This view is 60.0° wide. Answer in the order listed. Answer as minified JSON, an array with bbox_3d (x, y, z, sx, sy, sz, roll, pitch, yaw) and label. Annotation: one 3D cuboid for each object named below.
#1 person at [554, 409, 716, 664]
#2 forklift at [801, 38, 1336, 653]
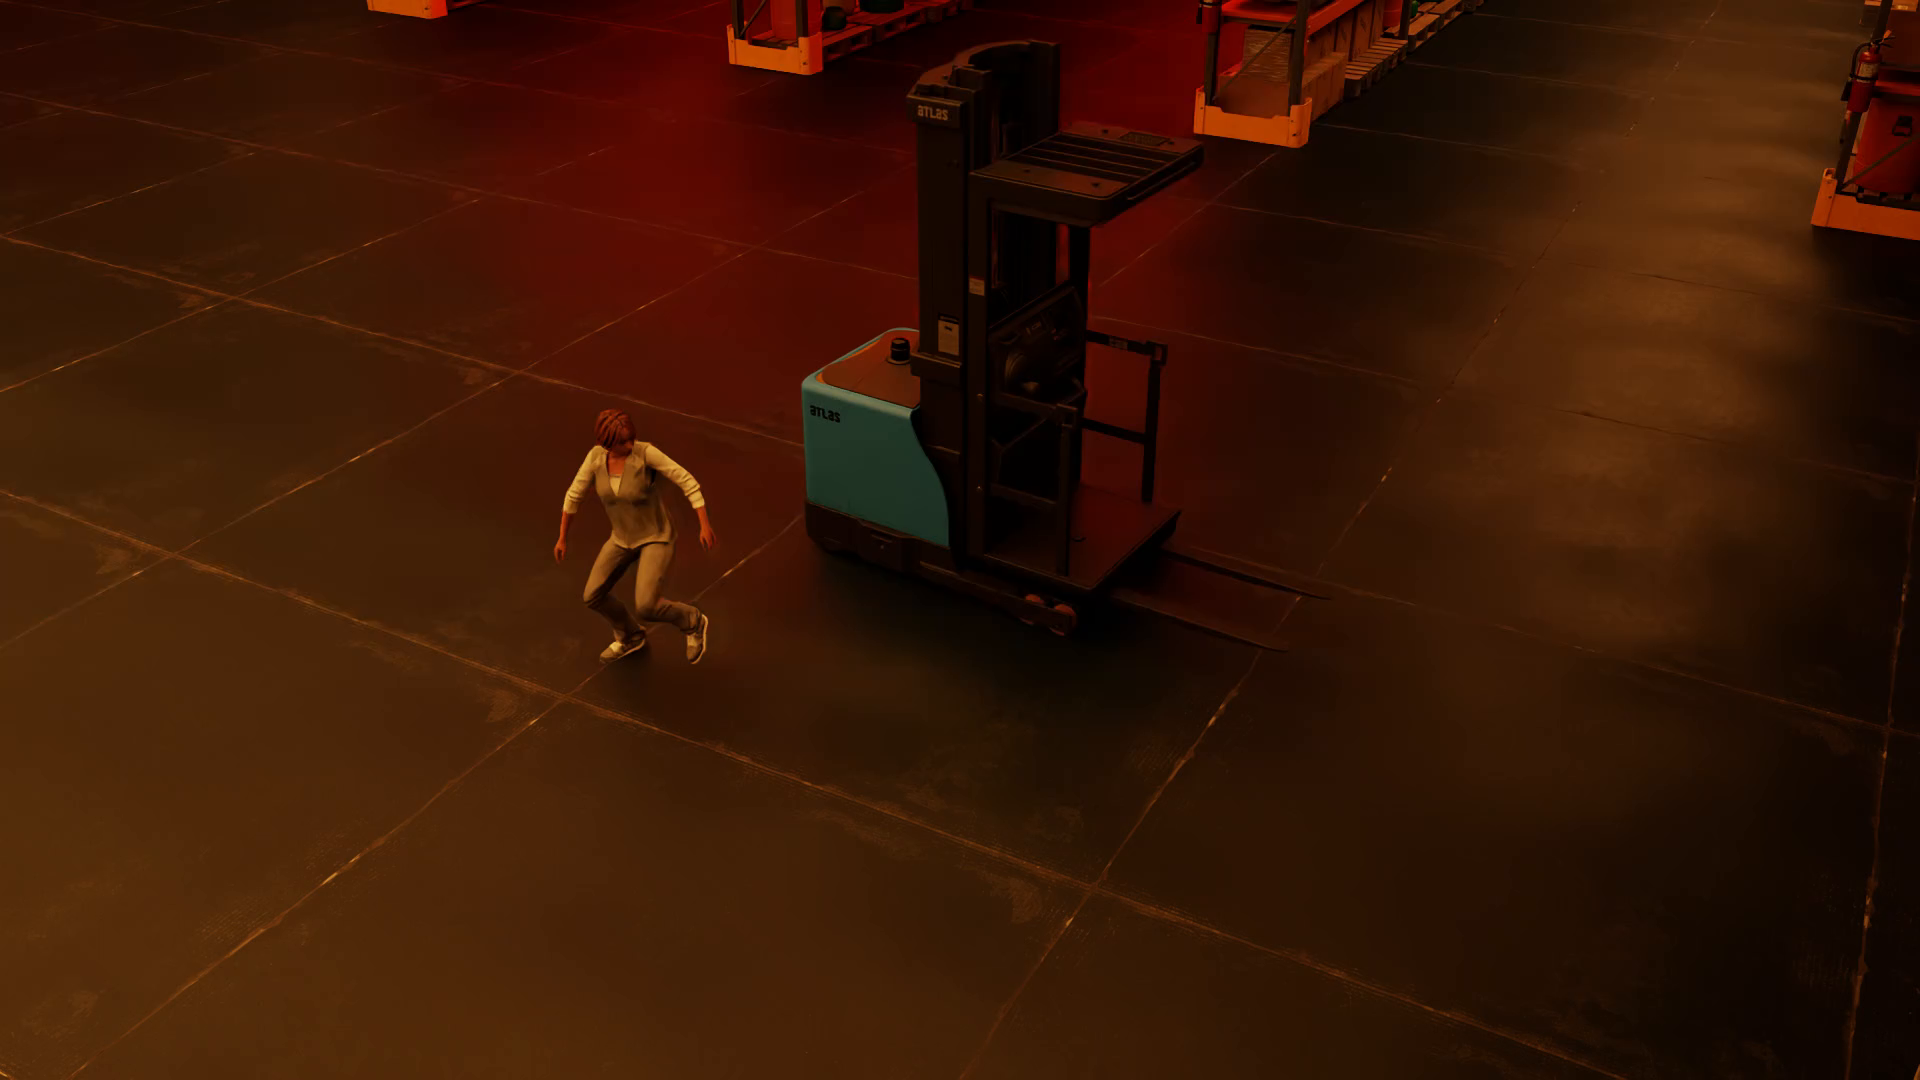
[{"bbox_3d":[-1.660,0.017,8.517,0.742,1.493,0.474,14,33,23],"label":"person"},{"bbox_3d":[0.595,-1.052,8.893,3.031,2.935,1.130,18,35,28],"label":"forklift"}]
